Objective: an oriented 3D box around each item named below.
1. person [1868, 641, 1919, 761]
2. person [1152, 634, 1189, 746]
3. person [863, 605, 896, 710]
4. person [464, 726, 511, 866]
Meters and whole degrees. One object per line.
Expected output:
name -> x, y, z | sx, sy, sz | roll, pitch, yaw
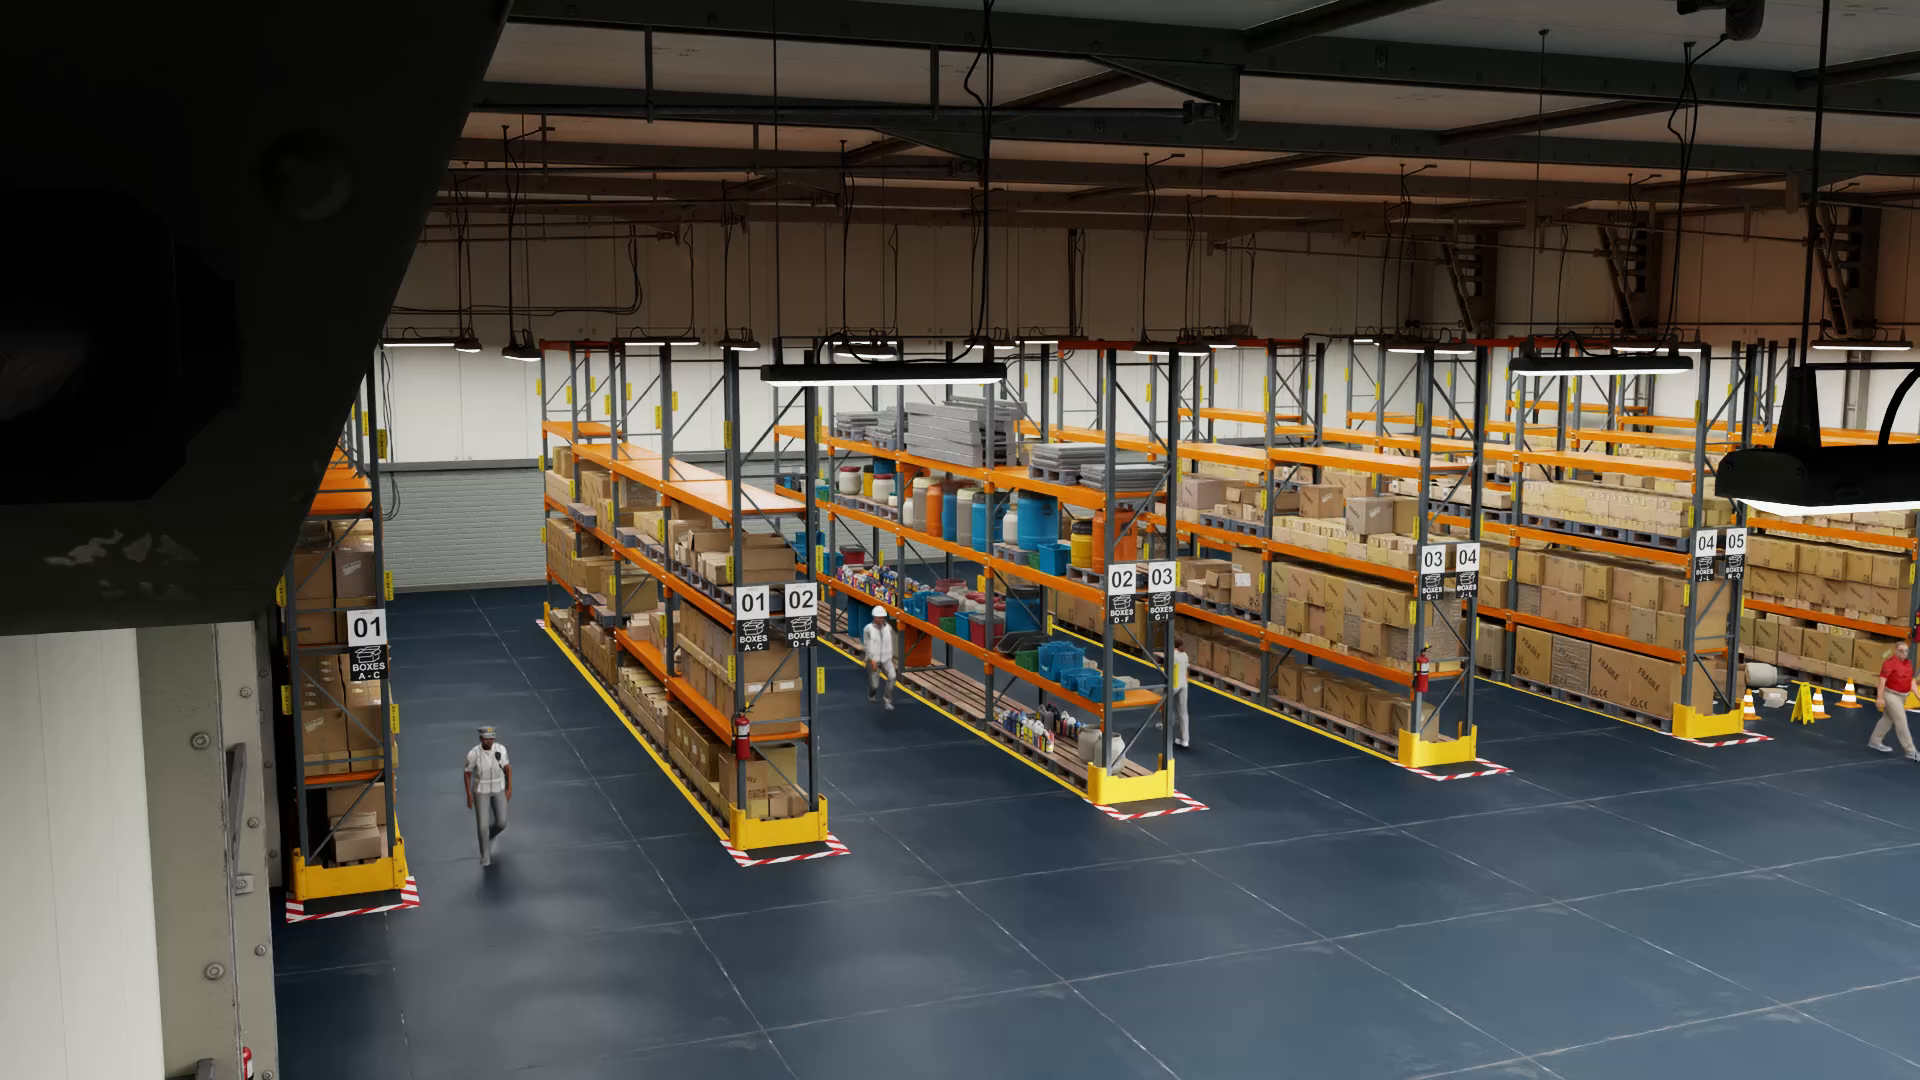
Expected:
person -> 13.749, 2.321, 24.272 | 0.562, 1.691, 0.954 | -5, 9, -32
person -> 3.257, 2.240, 25.101 | 0.461, 1.640, 0.719 | -4, 8, -26
person -> -1.261, 1.845, 26.310 | 0.532, 1.613, 0.989 | -2, 8, -16
person -> -5.589, 2.974, 19.687 | 0.540, 1.659, 0.555 | -3, 8, -24
